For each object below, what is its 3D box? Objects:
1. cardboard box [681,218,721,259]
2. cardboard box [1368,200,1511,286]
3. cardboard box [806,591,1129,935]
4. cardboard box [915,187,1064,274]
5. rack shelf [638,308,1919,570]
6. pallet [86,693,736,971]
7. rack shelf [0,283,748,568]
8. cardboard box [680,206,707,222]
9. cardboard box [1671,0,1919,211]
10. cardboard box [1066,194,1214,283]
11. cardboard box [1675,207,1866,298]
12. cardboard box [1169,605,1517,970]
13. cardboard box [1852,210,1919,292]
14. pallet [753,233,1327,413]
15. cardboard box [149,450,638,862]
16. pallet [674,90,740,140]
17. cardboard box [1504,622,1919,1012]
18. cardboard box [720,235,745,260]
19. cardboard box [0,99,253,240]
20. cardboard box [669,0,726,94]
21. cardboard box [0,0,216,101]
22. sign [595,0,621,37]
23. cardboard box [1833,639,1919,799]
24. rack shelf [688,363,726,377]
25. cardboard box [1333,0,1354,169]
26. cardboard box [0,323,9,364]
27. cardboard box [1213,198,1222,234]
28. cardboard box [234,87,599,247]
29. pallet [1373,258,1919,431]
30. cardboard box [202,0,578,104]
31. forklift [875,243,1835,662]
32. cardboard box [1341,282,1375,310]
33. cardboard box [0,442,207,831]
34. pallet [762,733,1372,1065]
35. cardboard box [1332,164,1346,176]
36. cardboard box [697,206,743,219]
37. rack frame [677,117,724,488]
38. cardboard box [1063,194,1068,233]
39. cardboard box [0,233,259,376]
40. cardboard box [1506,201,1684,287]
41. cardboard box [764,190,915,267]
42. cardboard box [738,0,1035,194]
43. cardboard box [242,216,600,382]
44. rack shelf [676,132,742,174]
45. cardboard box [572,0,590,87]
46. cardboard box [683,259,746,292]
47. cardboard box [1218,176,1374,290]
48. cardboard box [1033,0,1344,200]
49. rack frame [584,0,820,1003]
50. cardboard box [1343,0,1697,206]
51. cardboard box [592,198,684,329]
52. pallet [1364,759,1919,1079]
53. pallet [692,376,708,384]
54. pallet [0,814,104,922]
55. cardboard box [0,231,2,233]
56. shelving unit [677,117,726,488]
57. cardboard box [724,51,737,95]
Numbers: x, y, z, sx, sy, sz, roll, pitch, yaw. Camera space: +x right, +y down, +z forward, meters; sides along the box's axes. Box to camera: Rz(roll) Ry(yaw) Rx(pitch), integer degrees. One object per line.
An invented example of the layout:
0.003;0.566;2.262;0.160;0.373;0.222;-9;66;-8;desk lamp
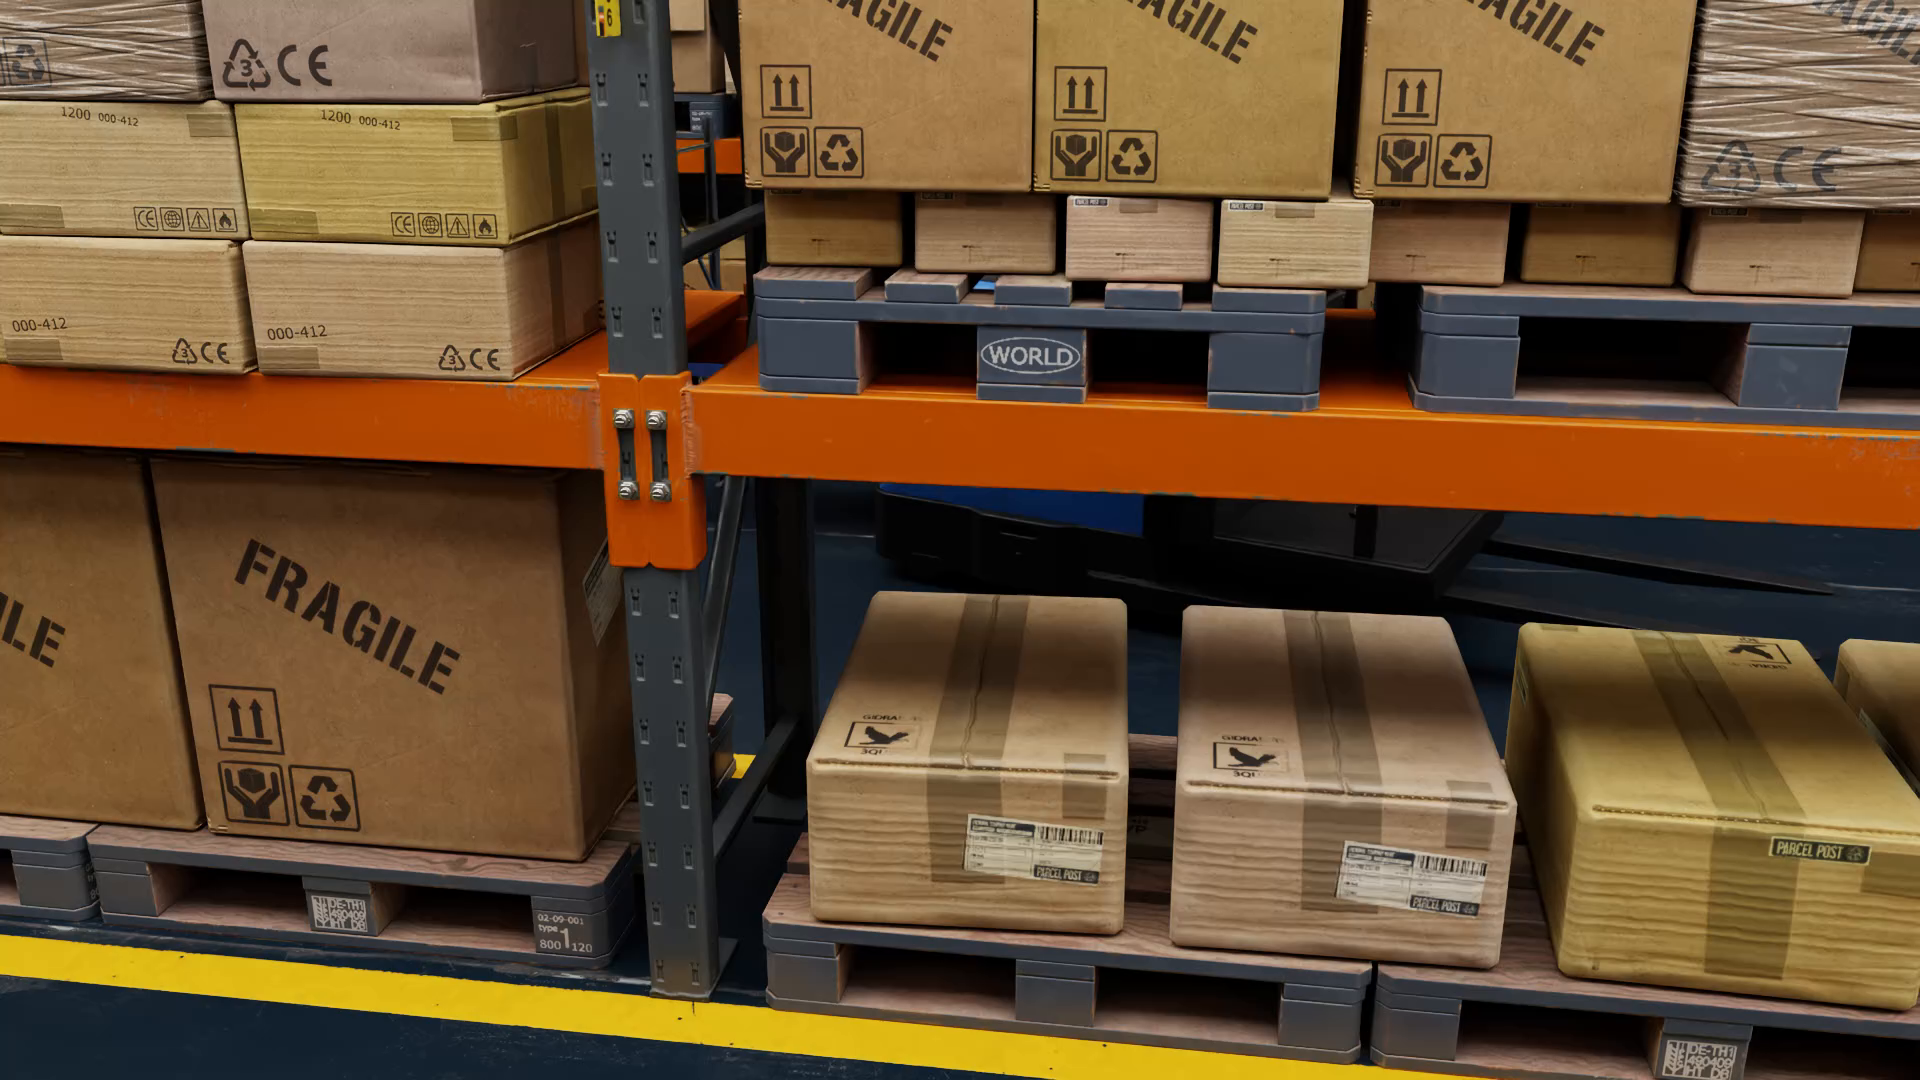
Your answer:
-1.274;-1.517;8.365;0.250;0.149;0.380;3;19;8;cardboard box
0.844;-0.568;3.008;0.250;0.149;0.380;4;19;12;cardboard box
0.053;0.455;3.696;0.625;0.372;0.950;2;19;5;cardboard box
0.062;-0.605;3.117;0.250;0.149;0.380;2;19;5;cardboard box
1.472;-0.182;3.254;4.000;0.370;1.077;3;19;9;rack shelf
-1.269;0.635;4.072;1.213;0.211;1.003;3;19;9;pallet
-2.478;-0.383;3.855;4.000;0.370;1.077;3;19;9;rack shelf
-1.470;-1.673;8.830;0.250;0.149;0.380;3;19;9;cardboard box
1.438;-0.840;2.798;0.500;0.500;0.500;2;19;7;cardboard box
0.325;-0.576;3.032;0.250;0.149;0.380;2;19;5;cardboard box
1.377;-0.533;2.902;0.250;0.149;0.380;4;19;10;cardboard box
0.783;0.489;3.593;0.625;0.372;0.950;3;19;8;cardboard box
1.646;-0.543;2.934;0.250;0.149;0.380;2;19;7;cardboard box
0.218;-0.530;3.463;1.003;0.211;1.213;3;19;9;pallet
-1.172;0.124;3.893;0.875;0.875;0.875;3;19;8;cardboard box
-1.640;-2.185;8.407;1.213;0.211;1.003;3;19;9;pallet
1.531;0.529;3.474;0.625;0.372;0.950;4;19;10;cardboard box
-1.028;-1.505;8.328;0.250;0.149;0.380;3;19;10;cardboard box
-1.528;-0.759;3.293;0.500;0.250;0.500;2;19;7;cardboard box
-1.360;-2.451;8.078;0.637;0.503;0.797;2;19;7;cardboard box
-1.563;-1.113;3.168;0.500;0.500;0.500;3;19;10;cardboard box
-0.588;-0.999;2.736;0.005;0.325;0.100;3;19;9;sign
2.218;0.564;3.371;0.625;0.372;0.950;4;19;12;cardboard box
-0.560;-0.674;6.520;1.000;0.185;0.538;5;19;14;rack shelf
1.001;-1.028;3.360;0.500;0.500;0.500;2;19;5;cardboard box
-2.045;-0.548;3.450;0.500;0.250;0.500;3;19;8;cardboard box
0.637;-0.756;3.571;0.250;0.149;0.380;2;19;6;cardboard box
-1.021;-0.735;3.220;0.500;0.250;0.500;3;19;8;cardboard box
1.458;-0.446;3.211;1.213;0.211;1.003;3;19;9;pallet
-1.055;-1.090;3.099;0.500;0.500;0.500;2;19;7;cardboard box
1.235;-1.177;5.201;3.031;2.935;1.130;10;21;28;forklift
2.206;-1.152;8.100;0.625;0.625;0.875;2;19;6;cardboard box
-2.052;0.078;4.031;0.875;0.875;0.875;3;19;9;cardboard box
0.268;0.738;3.764;1.213;0.211;1.003;3;19;9;pallet
0.911;-0.747;3.542;0.250;0.149;0.380;3;19;10;cardboard box
-1.220;-1.674;8.835;0.250;0.149;0.380;3;19;7;cardboard box
-1.052;-0.885;6.585;0.032;1.500;0.500;5;19;14;rack frame
0.134;-0.770;3.612;0.250;0.149;0.380;3;19;9;cardboard box
-1.550;-0.518;3.359;0.500;0.250;0.500;3;19;10;cardboard box
1.129;-0.566;3.002;0.250;0.149;0.380;4;19;11;cardboard box
-0.212;-0.629;3.191;0.250;0.149;0.380;2;19;5;cardboard box
-0.095;-0.916;3.026;0.500;0.500;0.500;2;19;7;cardboard box
-1.043;-0.497;3.297;0.500;0.250;0.500;2;19;7;cardboard box
-1.694;-1.939;8.503;4.000;0.370;1.077;3;19;9;rack shelf
-0.951;-1.247;3.569;0.500;0.500;0.500;2;19;7;cardboard box
-1.180;-1.201;8.442;0.500;0.500;0.500;4;19;11;cardboard box
0.593;-0.556;2.972;0.250;0.149;0.380;3;19;9;cardboard box
0.420;-0.892;2.955;0.500;0.500;0.500;4;19;11;cardboard box
-0.503;-0.624;3.440;0.127;3.000;1.000;3;19;9;rack frame
0.946;-0.868;2.881;0.500;0.500;0.500;3;19;10;cardboard box
-0.946;-0.656;3.773;0.500;0.250;0.500;3;19;8;cardboard box
1.469;0.800;3.578;1.213;0.211;1.003;3;19;9;pallet
-1.652;-0.968;8.864;1.213;0.211;1.003;3;19;9;pallet
-2.470;0.573;4.258;1.213;0.211;1.003;3;19;9;pallet
-2.037;-0.779;3.351;0.500;0.250;0.500;2;19;7;cardboard box
-0.560;-0.844;6.463;1.048;1.500;0.538;5;19;14;shelving unit
-0.812;-2.259;7.901;0.500;0.250;0.500;2;19;6;cardboard box
